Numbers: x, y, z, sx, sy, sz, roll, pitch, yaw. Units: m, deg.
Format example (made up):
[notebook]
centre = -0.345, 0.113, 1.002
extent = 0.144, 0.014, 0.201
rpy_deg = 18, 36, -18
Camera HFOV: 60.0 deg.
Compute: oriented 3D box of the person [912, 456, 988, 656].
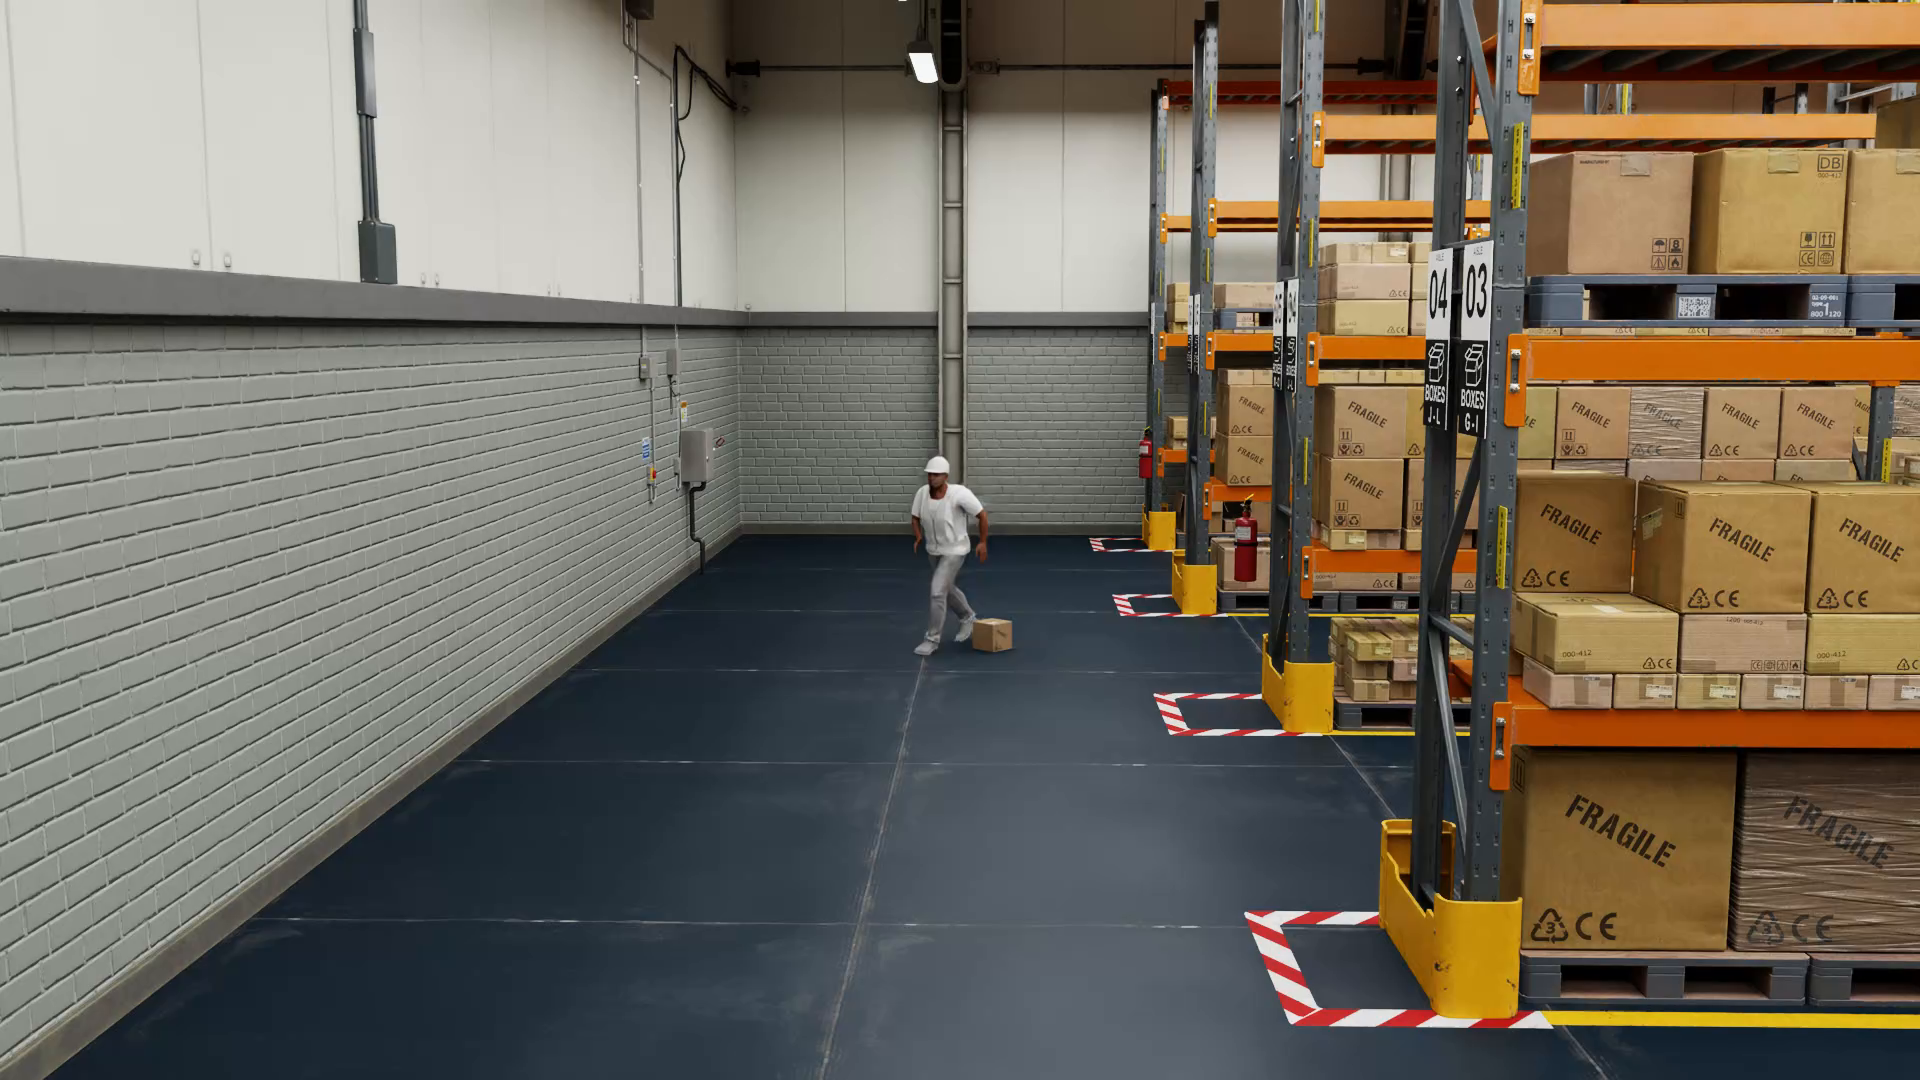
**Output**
[person]
centre = -0.078, 0.115, 14.829
extent = 0.703, 1.745, 0.918
rpy_deg = 6, 9, 40
